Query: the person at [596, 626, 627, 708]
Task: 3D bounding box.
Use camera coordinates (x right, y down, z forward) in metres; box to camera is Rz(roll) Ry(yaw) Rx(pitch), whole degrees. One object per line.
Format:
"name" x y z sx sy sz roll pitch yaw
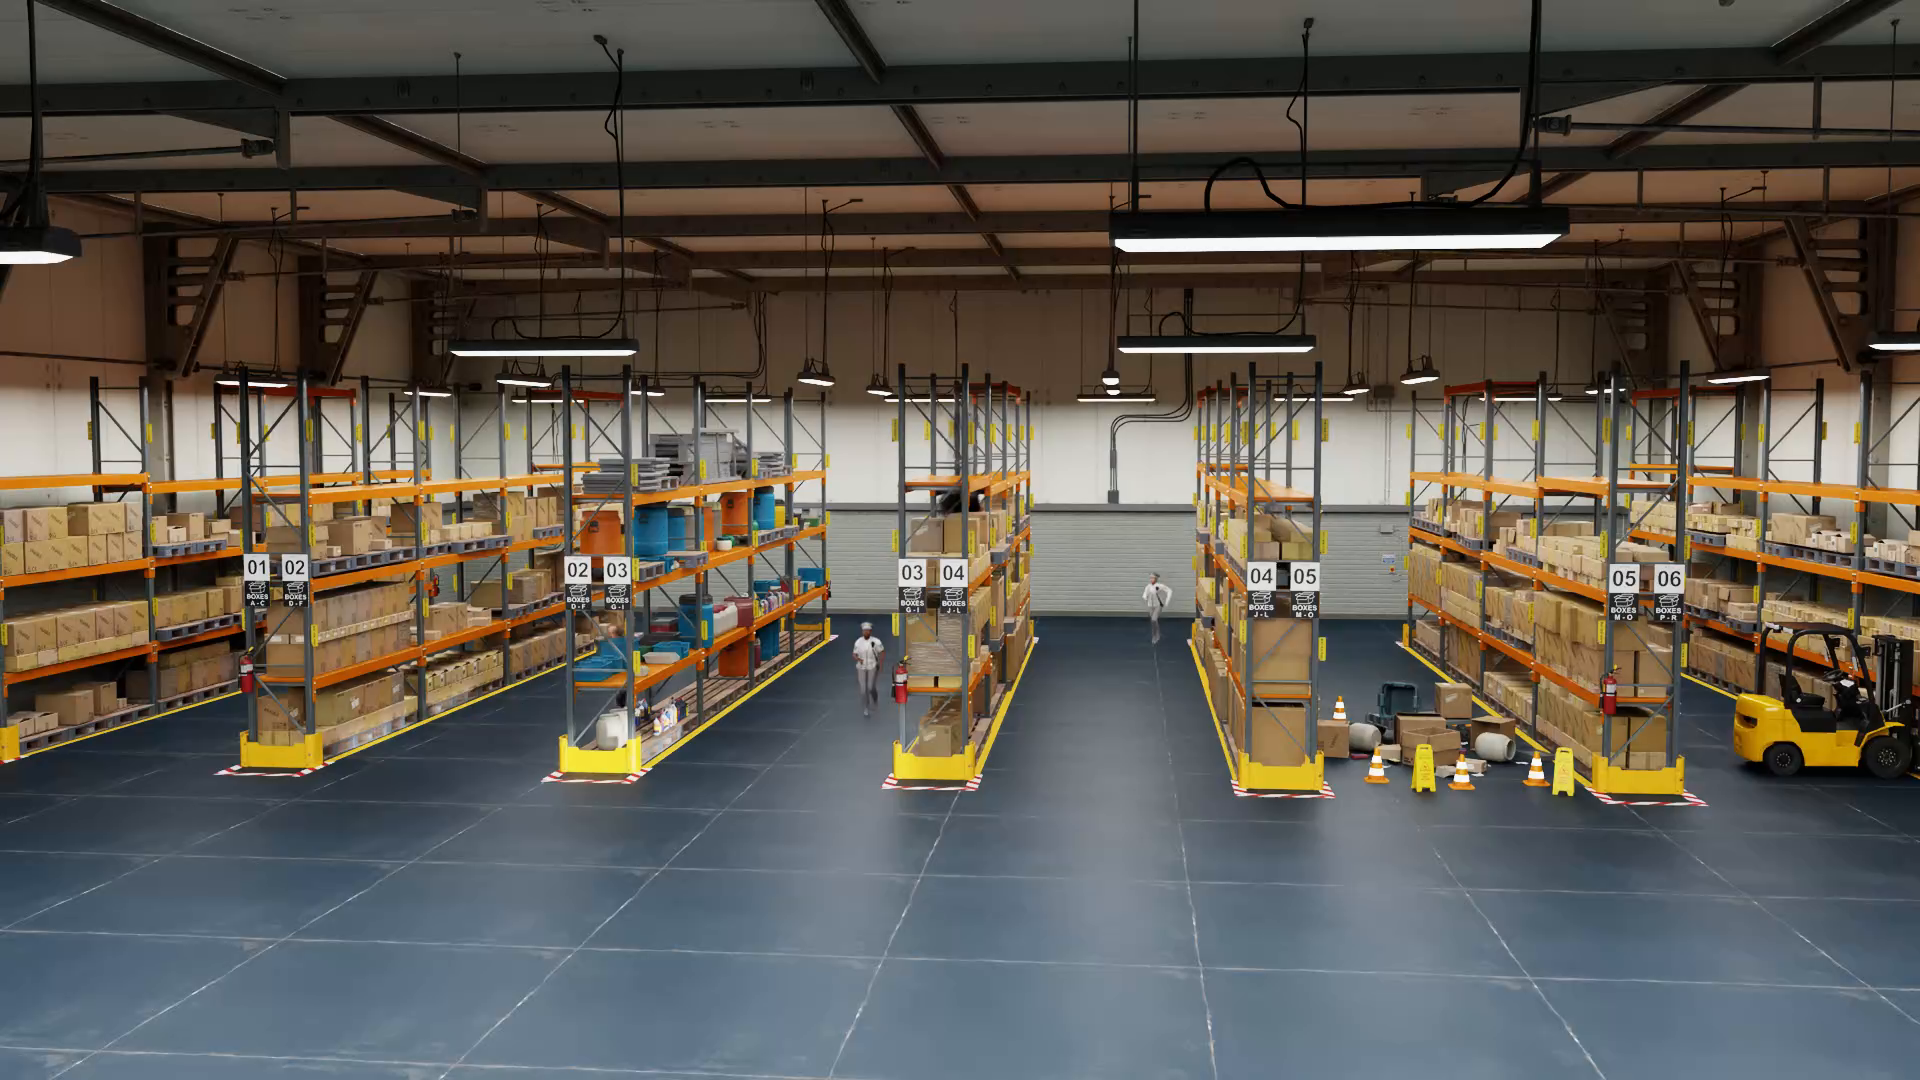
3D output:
"person" -6.252 2.301 30.046 0.685 1.549 0.868 0 4 1

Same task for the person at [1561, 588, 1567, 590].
"person" 13.051 1.823 35.927 0.641 1.767 0.915 -1 4 -15

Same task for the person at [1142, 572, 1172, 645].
"person" 4.676 1.618 39.602 0.627 1.718 0.860 3 5 36

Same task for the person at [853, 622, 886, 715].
"person" -1.631 2.284 29.417 0.561 1.662 0.562 0 4 7
